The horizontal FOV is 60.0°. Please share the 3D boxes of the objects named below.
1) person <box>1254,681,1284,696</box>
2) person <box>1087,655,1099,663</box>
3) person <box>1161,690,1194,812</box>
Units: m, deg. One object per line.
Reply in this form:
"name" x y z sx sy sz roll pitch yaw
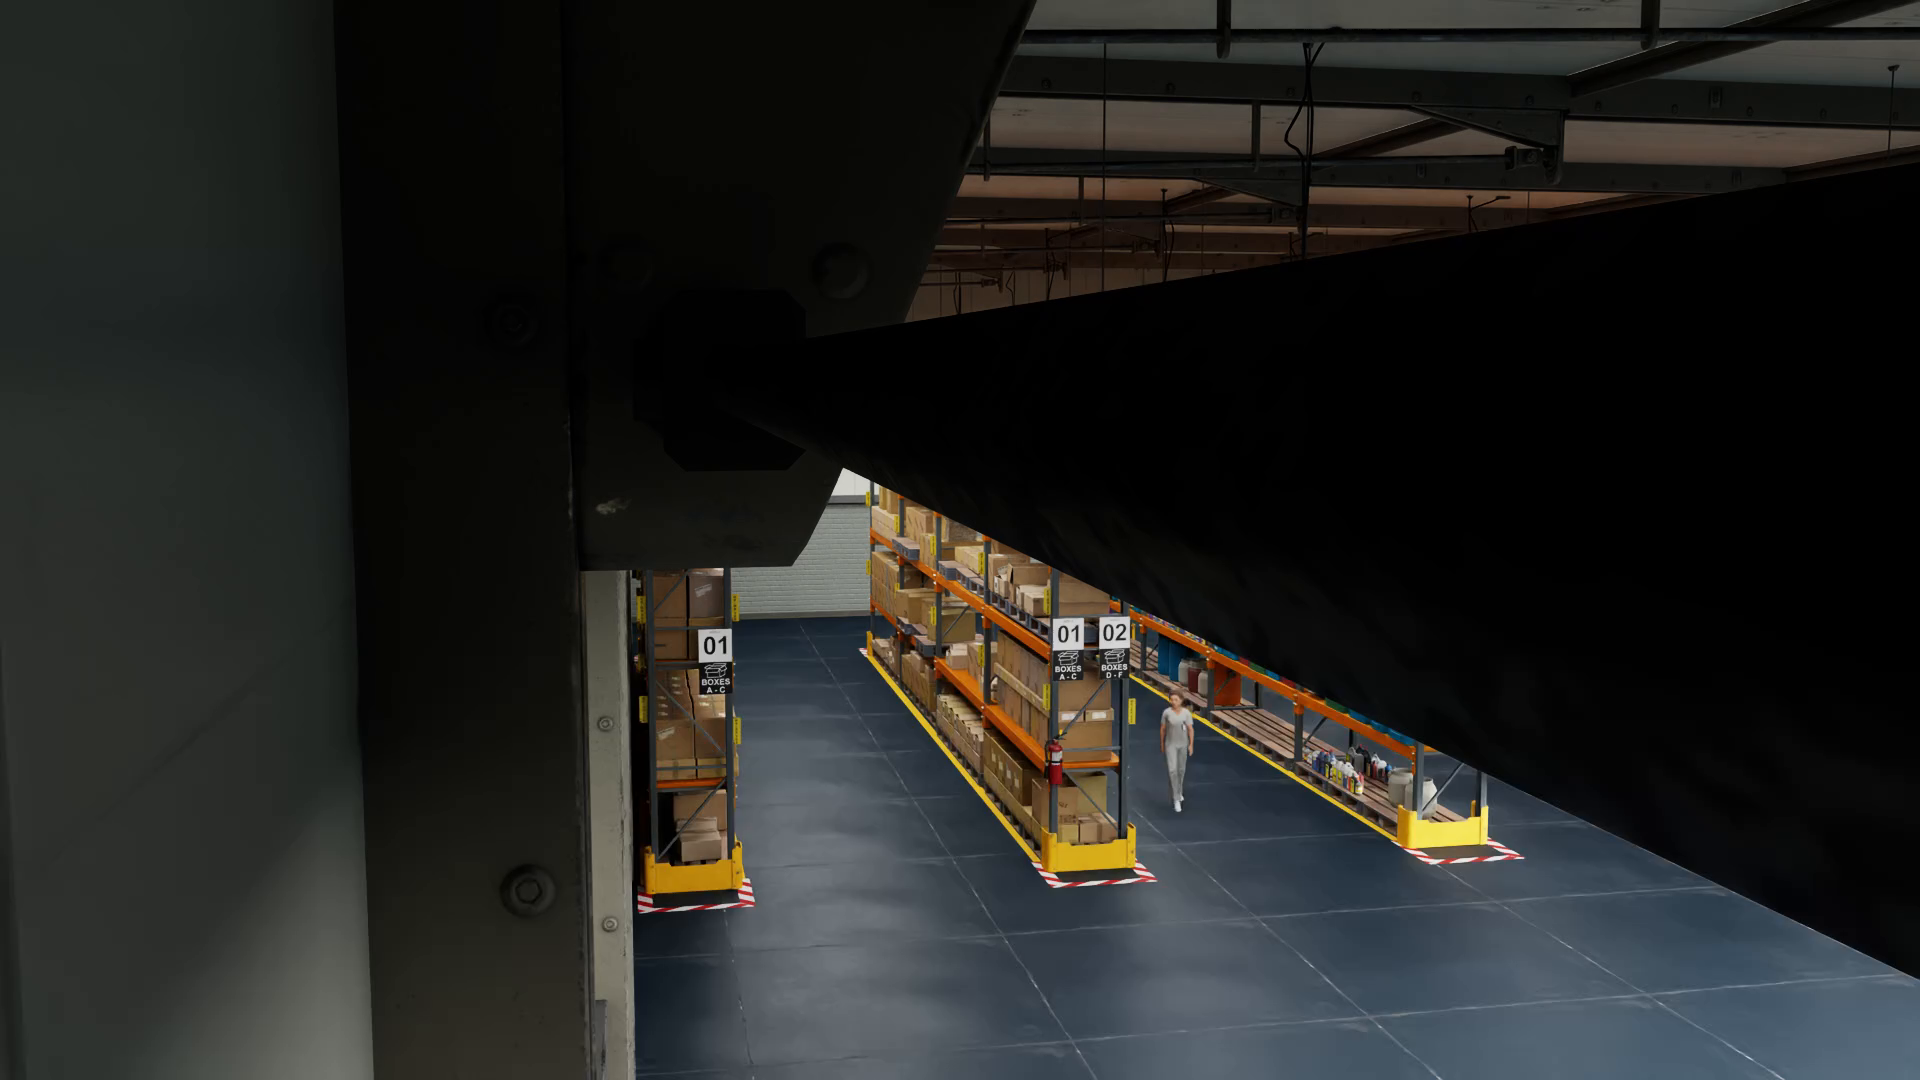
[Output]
"person" 5.988 2.110 32.071 0.682 1.729 1.098 -2 6 -14
"person" 2.735 1.965 33.595 0.630 1.727 1.036 0 6 4
"person" 3.148 3.014 23.972 0.459 1.687 0.771 0 6 -4
